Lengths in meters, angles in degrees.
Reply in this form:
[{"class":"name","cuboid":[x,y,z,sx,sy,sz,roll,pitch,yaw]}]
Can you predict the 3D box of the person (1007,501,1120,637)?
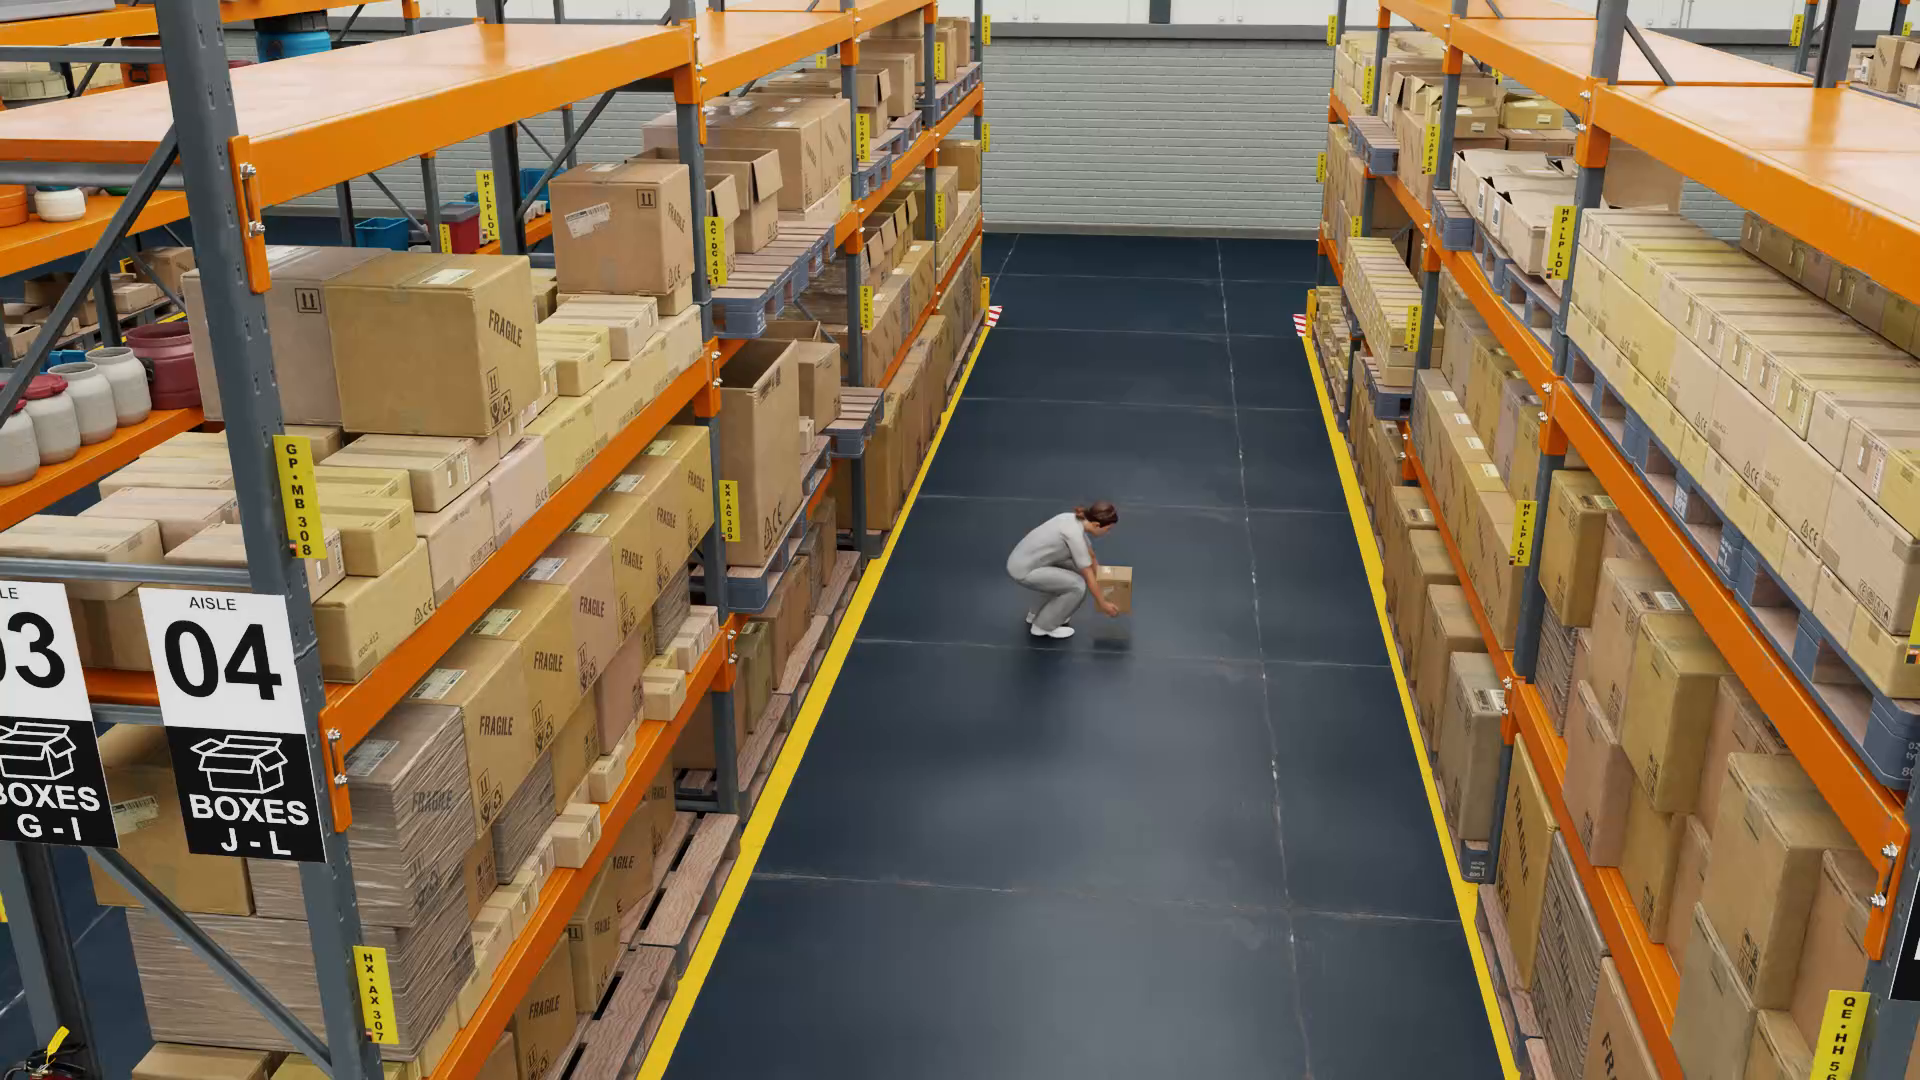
[{"class":"person","cuboid":[0.728,0.181,11.623,0.801,0.953,0.476,2,21,6]}]
